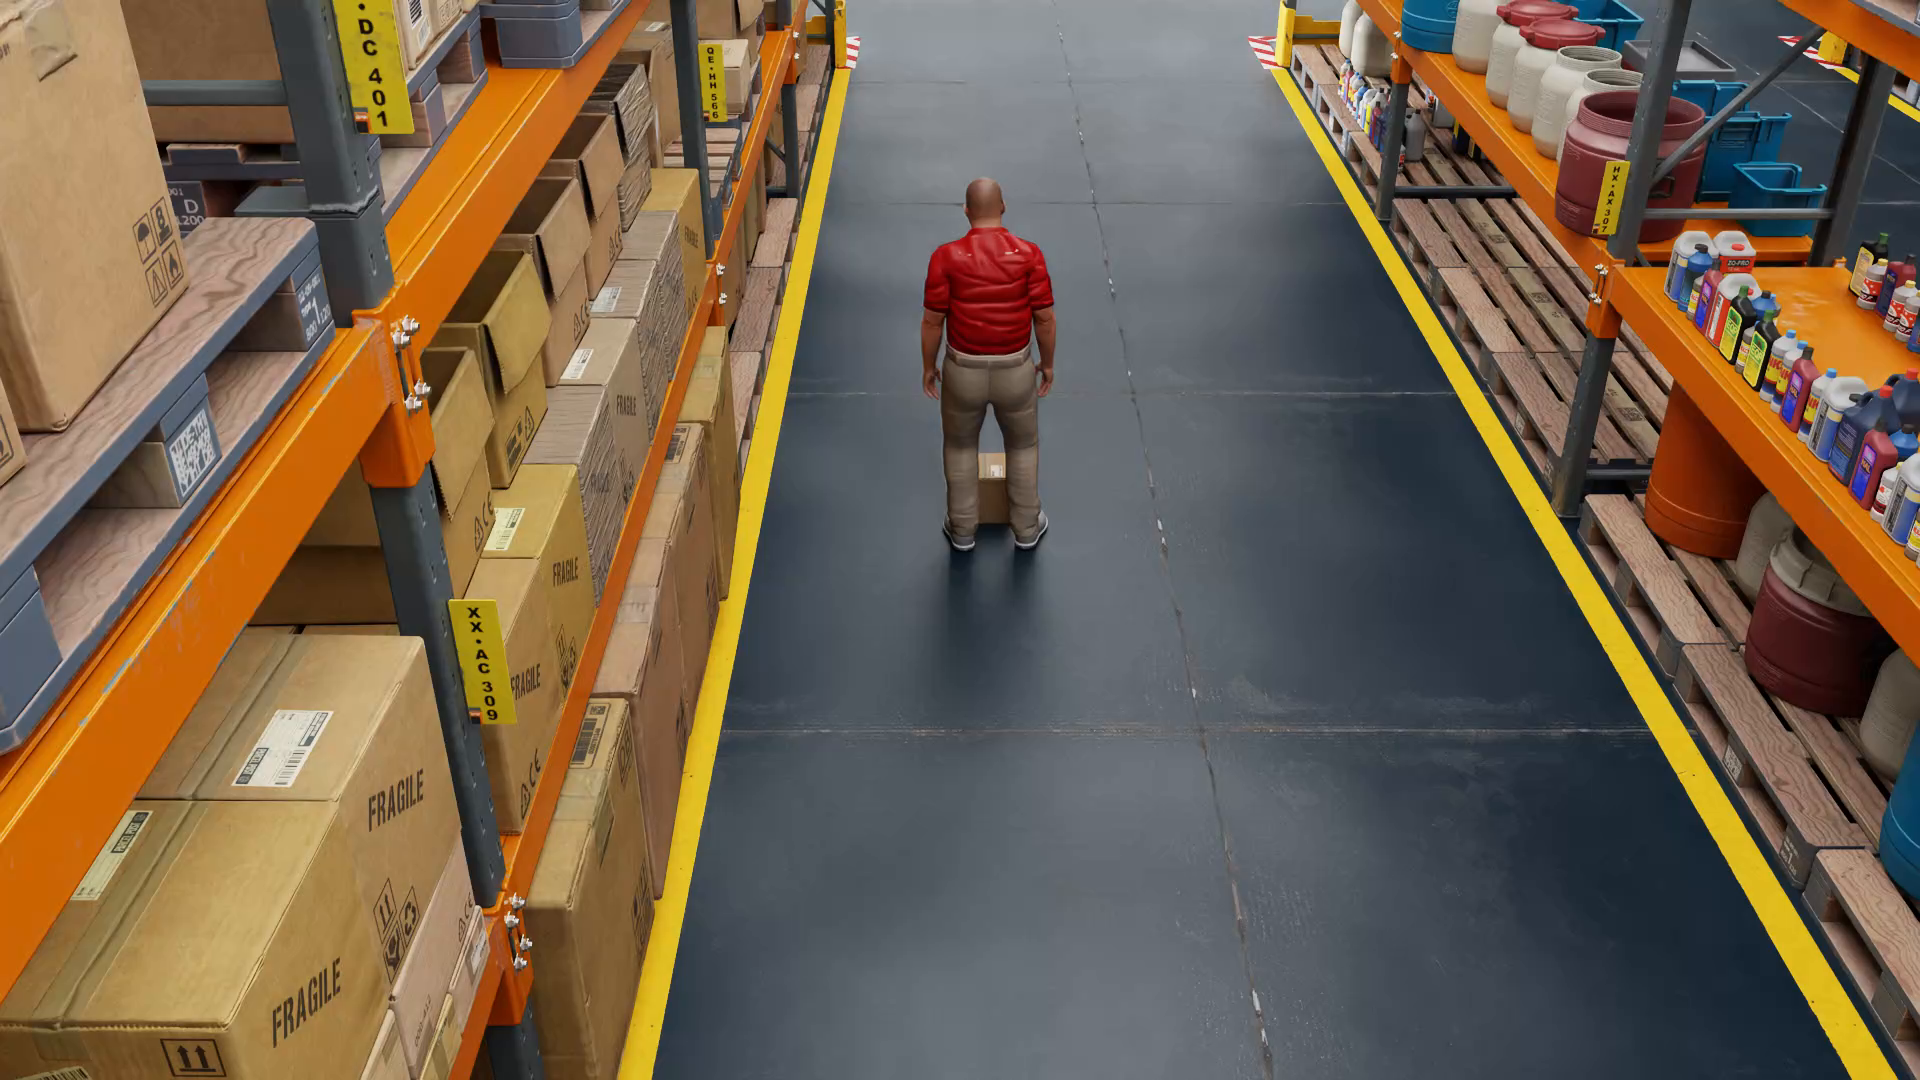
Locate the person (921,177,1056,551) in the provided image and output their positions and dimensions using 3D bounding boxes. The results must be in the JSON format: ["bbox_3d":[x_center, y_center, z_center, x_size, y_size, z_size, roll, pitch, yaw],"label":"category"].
[{"bbox_3d":[0.126,-0.749,7.377,0.591,1.726,0.387,-1,31,-1],"label":"person"}]
